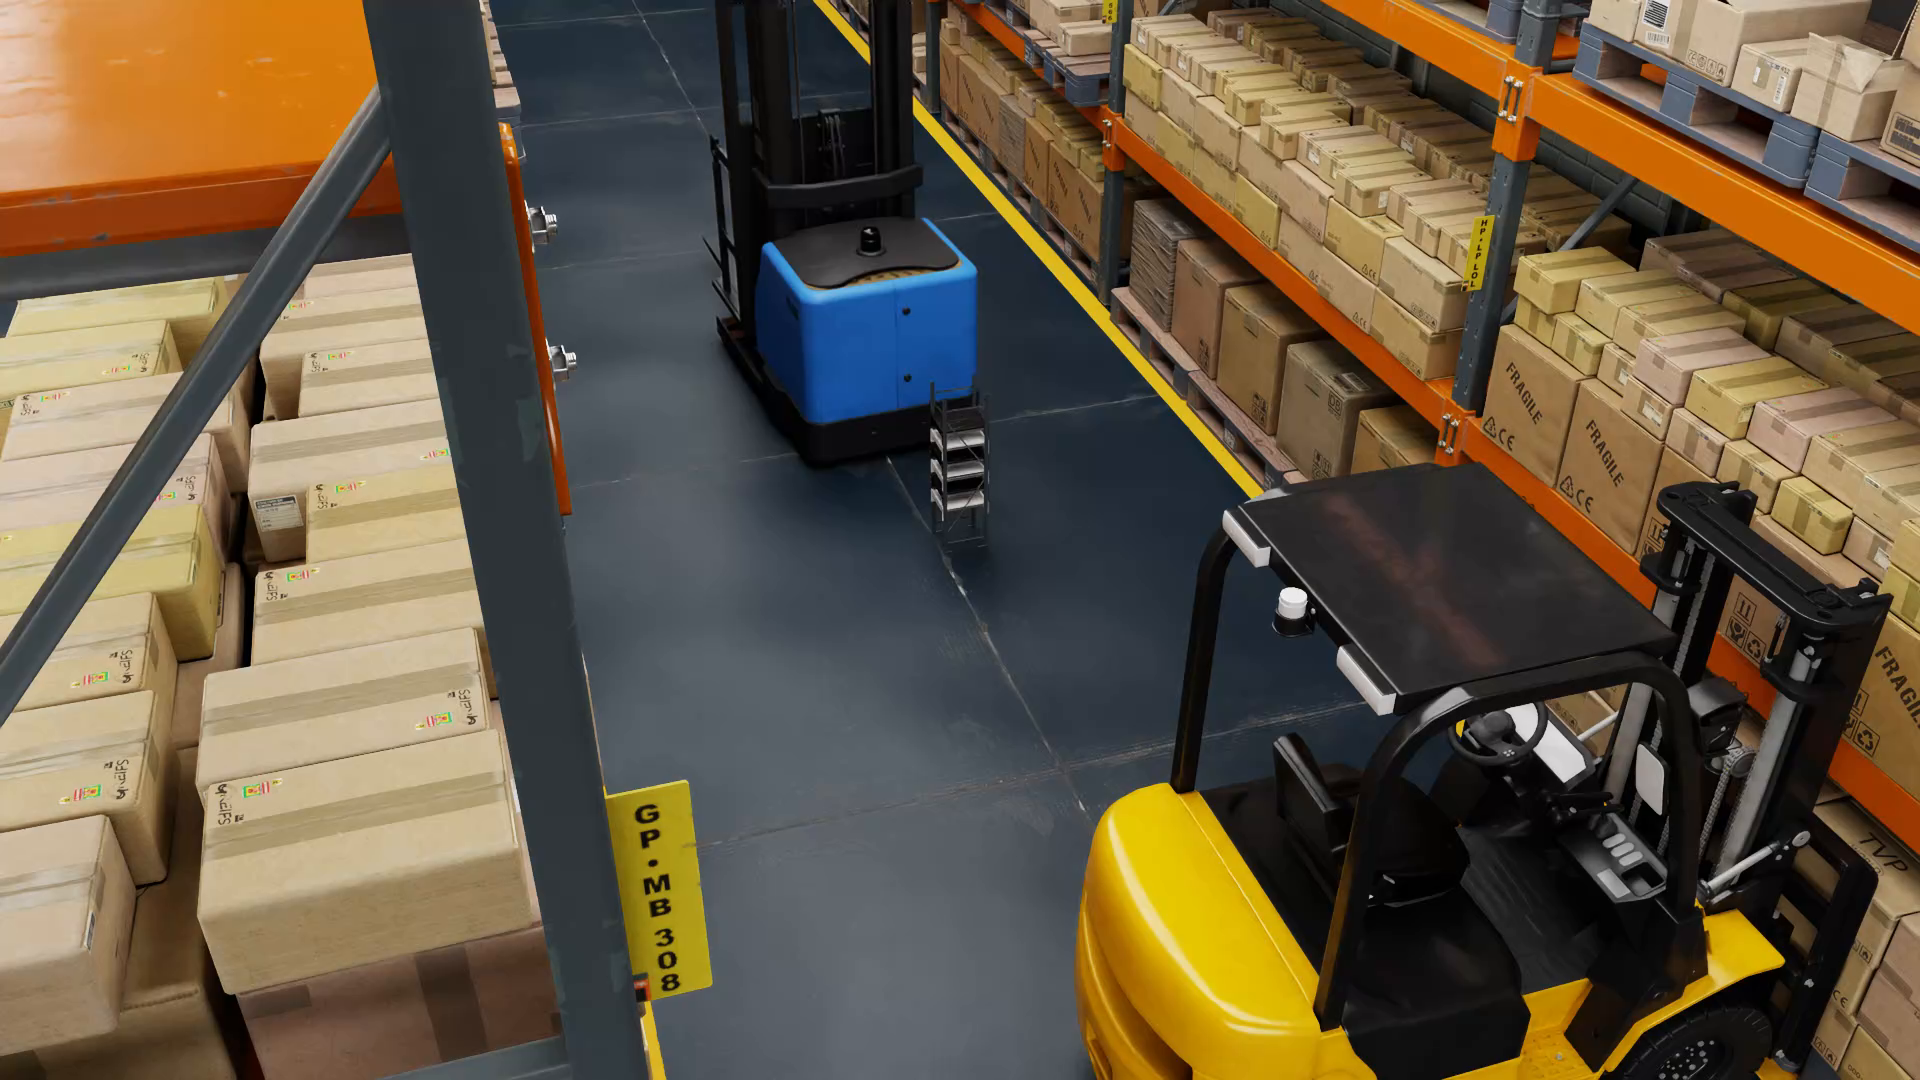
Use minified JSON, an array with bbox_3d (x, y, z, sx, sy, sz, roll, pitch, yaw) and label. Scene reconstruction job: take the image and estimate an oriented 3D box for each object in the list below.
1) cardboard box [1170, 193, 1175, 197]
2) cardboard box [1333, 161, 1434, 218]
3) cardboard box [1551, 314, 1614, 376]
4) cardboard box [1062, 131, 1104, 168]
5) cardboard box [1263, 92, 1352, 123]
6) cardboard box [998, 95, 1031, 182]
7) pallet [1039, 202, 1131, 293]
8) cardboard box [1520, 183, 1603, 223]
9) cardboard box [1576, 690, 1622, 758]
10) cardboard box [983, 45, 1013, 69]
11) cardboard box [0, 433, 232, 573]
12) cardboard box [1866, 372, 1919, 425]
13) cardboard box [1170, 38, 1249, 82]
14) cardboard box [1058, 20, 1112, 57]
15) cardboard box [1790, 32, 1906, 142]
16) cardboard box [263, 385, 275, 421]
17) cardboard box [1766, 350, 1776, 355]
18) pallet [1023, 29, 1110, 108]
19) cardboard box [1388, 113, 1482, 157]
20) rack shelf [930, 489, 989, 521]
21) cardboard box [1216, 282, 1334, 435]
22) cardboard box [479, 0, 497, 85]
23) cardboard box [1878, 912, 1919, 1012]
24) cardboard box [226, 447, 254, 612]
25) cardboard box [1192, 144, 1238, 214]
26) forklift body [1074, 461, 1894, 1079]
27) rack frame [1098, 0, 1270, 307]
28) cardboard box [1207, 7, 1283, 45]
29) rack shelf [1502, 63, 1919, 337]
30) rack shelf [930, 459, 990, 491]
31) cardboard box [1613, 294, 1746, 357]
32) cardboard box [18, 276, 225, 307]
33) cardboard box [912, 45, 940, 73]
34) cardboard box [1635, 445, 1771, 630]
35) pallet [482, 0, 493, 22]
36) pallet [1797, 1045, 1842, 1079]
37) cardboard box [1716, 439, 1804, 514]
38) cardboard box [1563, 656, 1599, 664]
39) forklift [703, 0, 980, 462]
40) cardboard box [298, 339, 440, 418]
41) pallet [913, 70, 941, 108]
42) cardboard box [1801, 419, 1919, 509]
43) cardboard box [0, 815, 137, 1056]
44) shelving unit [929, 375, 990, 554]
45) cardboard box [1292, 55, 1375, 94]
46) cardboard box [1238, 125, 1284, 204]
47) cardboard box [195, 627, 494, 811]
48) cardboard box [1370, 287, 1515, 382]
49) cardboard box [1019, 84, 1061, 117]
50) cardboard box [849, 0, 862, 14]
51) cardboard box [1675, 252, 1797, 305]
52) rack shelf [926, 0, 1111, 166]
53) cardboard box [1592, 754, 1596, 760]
[{"bbox_3d":[1.562,-2.323,11.431,0.500,0.500,0.500,-9,34,-13],"label":"cardboard box"},{"bbox_3d":[2.001,-1.662,7.865,0.380,0.149,0.250,-11,35,-16],"label":"cardboard box"},{"bbox_3d":[2.571,-0.787,6.541,0.380,0.149,0.250,-9,35,-14],"label":"cardboard box"},{"bbox_3d":[0.919,-2.680,11.382,0.380,0.149,0.250,-12,35,-17],"label":"cardboard box"},{"bbox_3d":[1.815,-2.221,8.711,0.380,0.149,0.250,-10,35,-15],"label":"cardboard box"},{"bbox_3d":[0.609,-3.048,12.529,0.500,0.500,0.500,-11,35,-16],"label":"cardboard box"},{"bbox_3d":[1.232,-2.157,11.823,1.003,0.211,1.213,-10,35,-15],"label":"pallet"},{"bbox_3d":[2.709,-1.504,7.627,0.380,0.149,0.250,-11,35,-16],"label":"cardboard box"},{"bbox_3d":[2.795,0.777,6.512,0.500,0.250,0.500,-10,35,-15],"label":"cardboard box"},{"bbox_3d":[0.403,-3.785,13.055,0.380,0.149,0.250,-11,35,-16],"label":"cardboard box"},{"bbox_3d":[-1.480,-0.036,2.868,0.380,0.149,0.250,-10,35,-15],"label":"cardboard box"},{"bbox_3d":[3.389,-0.464,5.782,0.380,0.149,0.250,-10,35,-15],"label":"cardboard box"},{"bbox_3d":[1.426,-2.747,9.507,0.380,0.149,0.250,-9,35,-13],"label":"cardboard box"},{"bbox_3d":[0.858,-3.273,10.829,0.380,0.149,0.250,-9,35,-14],"label":"cardboard box"},{"bbox_3d":[2.807,-1.404,5.083,0.396,0.266,0.258,-11,35,-16],"label":"cardboard box"},{"bbox_3d":[-1.225,-0.312,3.647,0.500,0.250,0.500,-9,35,-14],"label":"cardboard box"},{"bbox_3d":[3.169,-0.743,6.474,0.380,0.149,0.250,-9,35,-14],"label":"cardboard box"},{"bbox_3d":[1.150,-3.186,11.025,1.213,0.211,1.003,-10,35,-15],"label":"pallet"},{"bbox_3d":[2.402,-2.033,8.427,0.380,0.149,0.250,-10,35,-15],"label":"cardboard box"},{"bbox_3d":[-0.002,-0.202,8.626,0.258,0.077,0.200,-10,35,-15],"label":"rack shelf"},{"bbox_3d":[2.013,-1.081,9.439,0.875,0.625,0.625,-11,35,-17],"label":"cardboard box"},{"bbox_3d":[-1.879,-1.723,5.672,0.500,0.250,0.500,-11,35,-16],"label":"cardboard box"},{"bbox_3d":[3.265,1.377,5.152,0.500,0.250,0.500,-9,35,-14],"label":"cardboard box"},{"bbox_3d":[-1.590,0.043,3.110,0.500,0.250,0.500,-9,35,-13],"label":"cardboard box"},{"bbox_3d":[1.639,-2.051,9.269,0.500,0.250,0.500,-11,35,-16],"label":"cardboard box"},{"bbox_3d":[1.548,0.944,5.371,2.313,2.155,1.214,-10,35,-15],"label":"forklift body"},{"bbox_3d":[1.424,-2.922,10.451,1.000,3.000,0.127,-10,35,-15],"label":"rack frame"},{"bbox_3d":[1.716,-3.097,10.038,0.380,0.149,0.250,-9,34,-13],"label":"cardboard box"},{"bbox_3d":[3.254,-0.723,5.055,1.077,0.370,4.000,-10,35,-15],"label":"rack shelf"},{"bbox_3d":[-0.002,-0.352,8.527,0.258,0.077,0.200,-10,35,-15],"label":"rack shelf"},{"bbox_3d":[2.711,-0.787,6.271,0.380,0.149,0.250,-11,35,-16],"label":"cardboard box"},{"bbox_3d":[-1.848,-0.570,3.675,0.380,0.149,0.250,-11,35,-15],"label":"cardboard box"},{"bbox_3d":[-0.246,-4.251,14.667,0.380,0.149,0.250,-11,35,-16],"label":"cardboard box"},{"bbox_3d":[2.861,-0.050,6.015,0.500,0.500,0.500,-10,35,-15],"label":"cardboard box"},{"bbox_3d":[-2.488,-2.044,6.572,1.213,0.211,1.003,-10,35,-15],"label":"pallet"},{"bbox_3d":[3.591,2.047,5.460,1.003,0.211,1.213,-10,35,-15],"label":"pallet"},{"bbox_3d":[2.854,-0.246,5.722,0.380,0.149,0.250,-11,35,-16],"label":"cardboard box"},{"bbox_3d":[2.639,0.310,6.766,0.500,0.250,0.500,-10,35,-15],"label":"cardboard box"},{"bbox_3d":[-0.909,-2.463,9.819,1.130,2.935,3.031,-13,35,-18],"label":"forklift"},{"bbox_3d":[-1.060,-0.266,3.215,0.380,0.149,0.250,-9,35,-13],"label":"cardboard box"},{"bbox_3d":[-0.005,-4.219,14.944,1.003,0.211,1.213,-10,35,-15],"label":"pallet"},{"bbox_3d":[3.020,-0.250,5.459,0.380,0.149,0.250,-10,35,-15],"label":"cardboard box"},{"bbox_3d":[-1.246,0.508,2.044,0.380,0.149,0.250,-10,35,-14],"label":"cardboard box"},{"bbox_3d":[-0.002,-0.380,8.508,0.258,0.900,0.210,-10,35,-15],"label":"shelving unit"},{"bbox_3d":[2.070,-2.565,9.232,0.380,0.149,0.250,-10,35,-15],"label":"cardboard box"},{"bbox_3d":[1.800,-1.989,8.722,0.500,0.250,0.500,-10,35,-14],"label":"cardboard box"},{"bbox_3d":[-0.868,0.285,2.381,0.380,0.149,0.250,-10,35,-15],"label":"cardboard box"},{"bbox_3d":[2.241,-0.980,7.648,0.500,0.250,0.500,-9,35,-14],"label":"cardboard box"},{"bbox_3d":[0.654,-3.242,12.234,0.380,0.149,0.250,-12,35,-17],"label":"cardboard box"},{"bbox_3d":[-0.697,-5.462,16.181,0.700,0.500,0.500,-9,34,-13],"label":"cardboard box"},{"bbox_3d":[3.066,-1.003,6.598,0.380,0.149,0.250,-11,35,-16],"label":"cardboard box"},{"bbox_3d":[0.814,-3.672,12.238,1.077,0.370,4.000,-10,35,-15],"label":"rack shelf"},{"bbox_3d":[2.817,0.991,6.643,0.500,0.250,0.500,-9,35,-14],"label":"cardboard box"}]
